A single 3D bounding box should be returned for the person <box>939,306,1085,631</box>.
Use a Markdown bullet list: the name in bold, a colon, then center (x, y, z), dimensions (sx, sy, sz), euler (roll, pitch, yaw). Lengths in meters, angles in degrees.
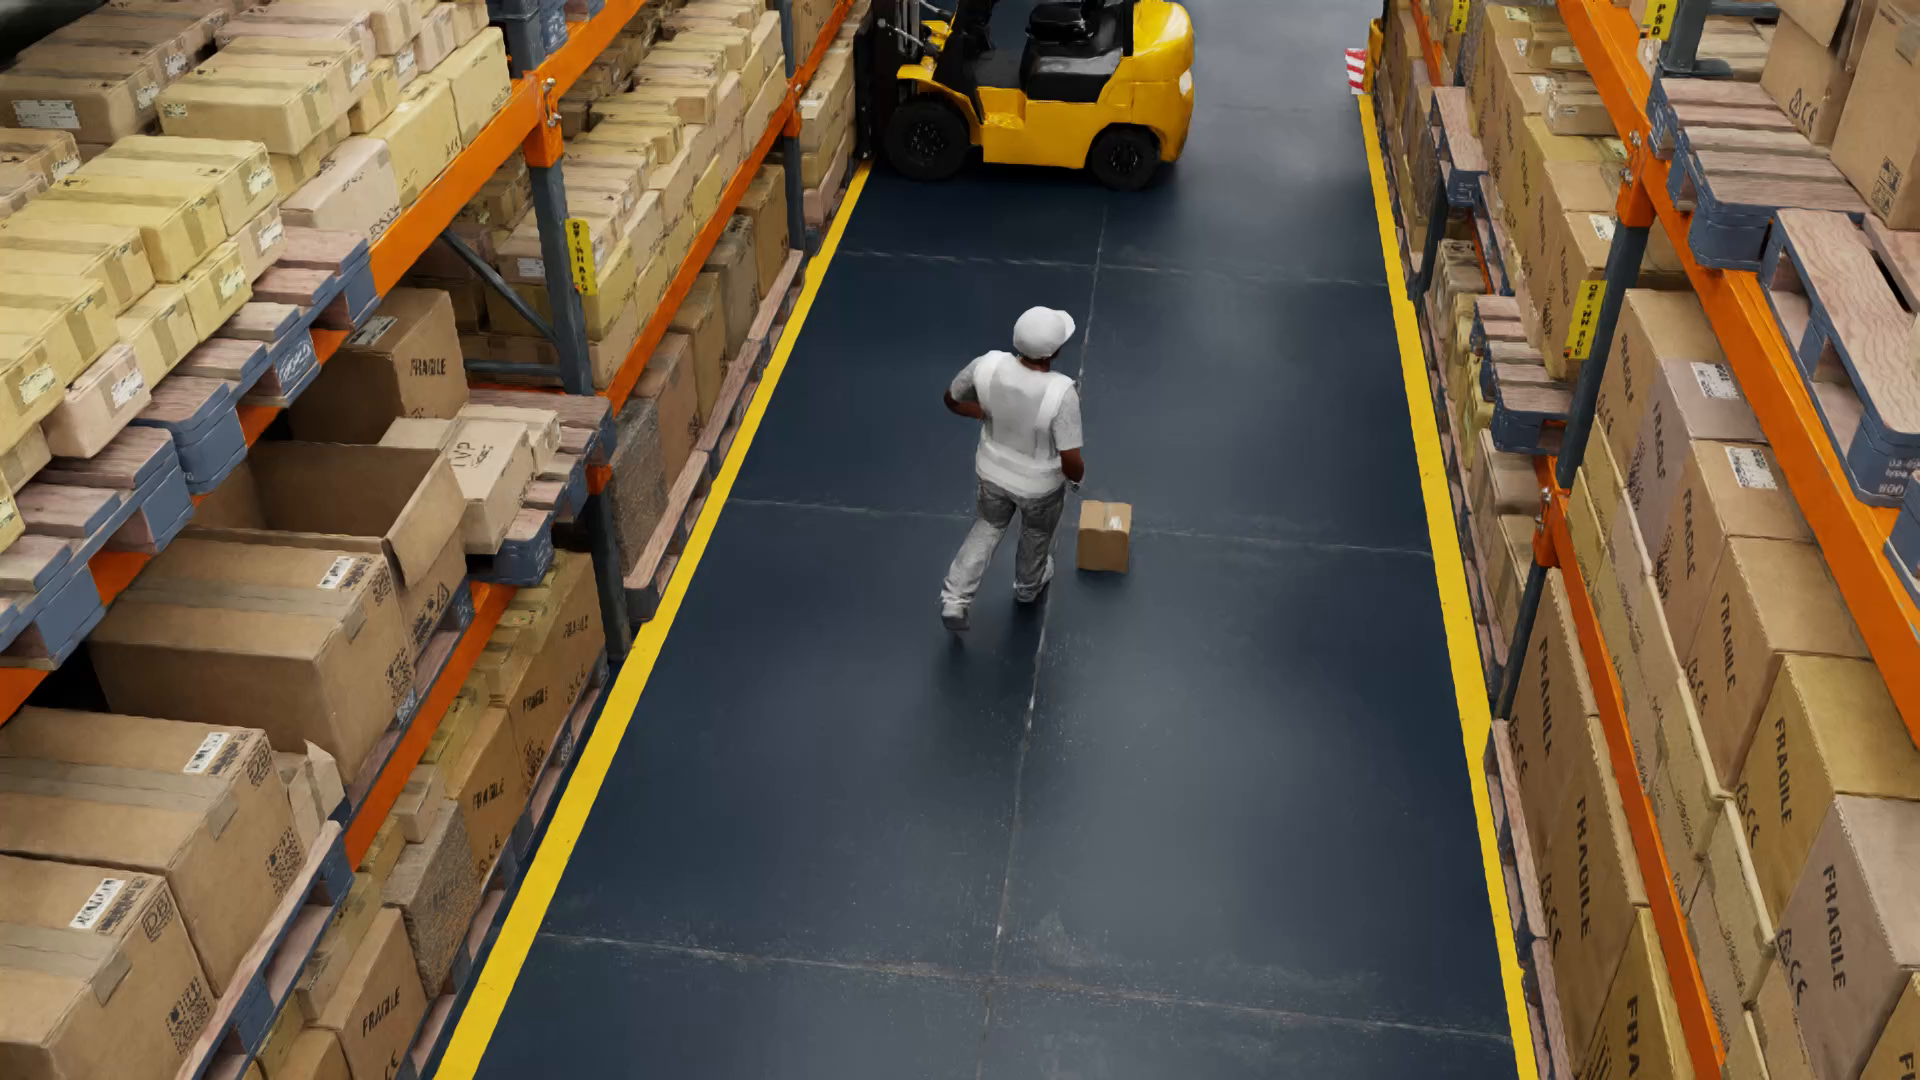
- **person**: center (0.304, -0.318, 7.479), dimensions (0.719, 1.765, 0.851), euler (19, 40, 24)
